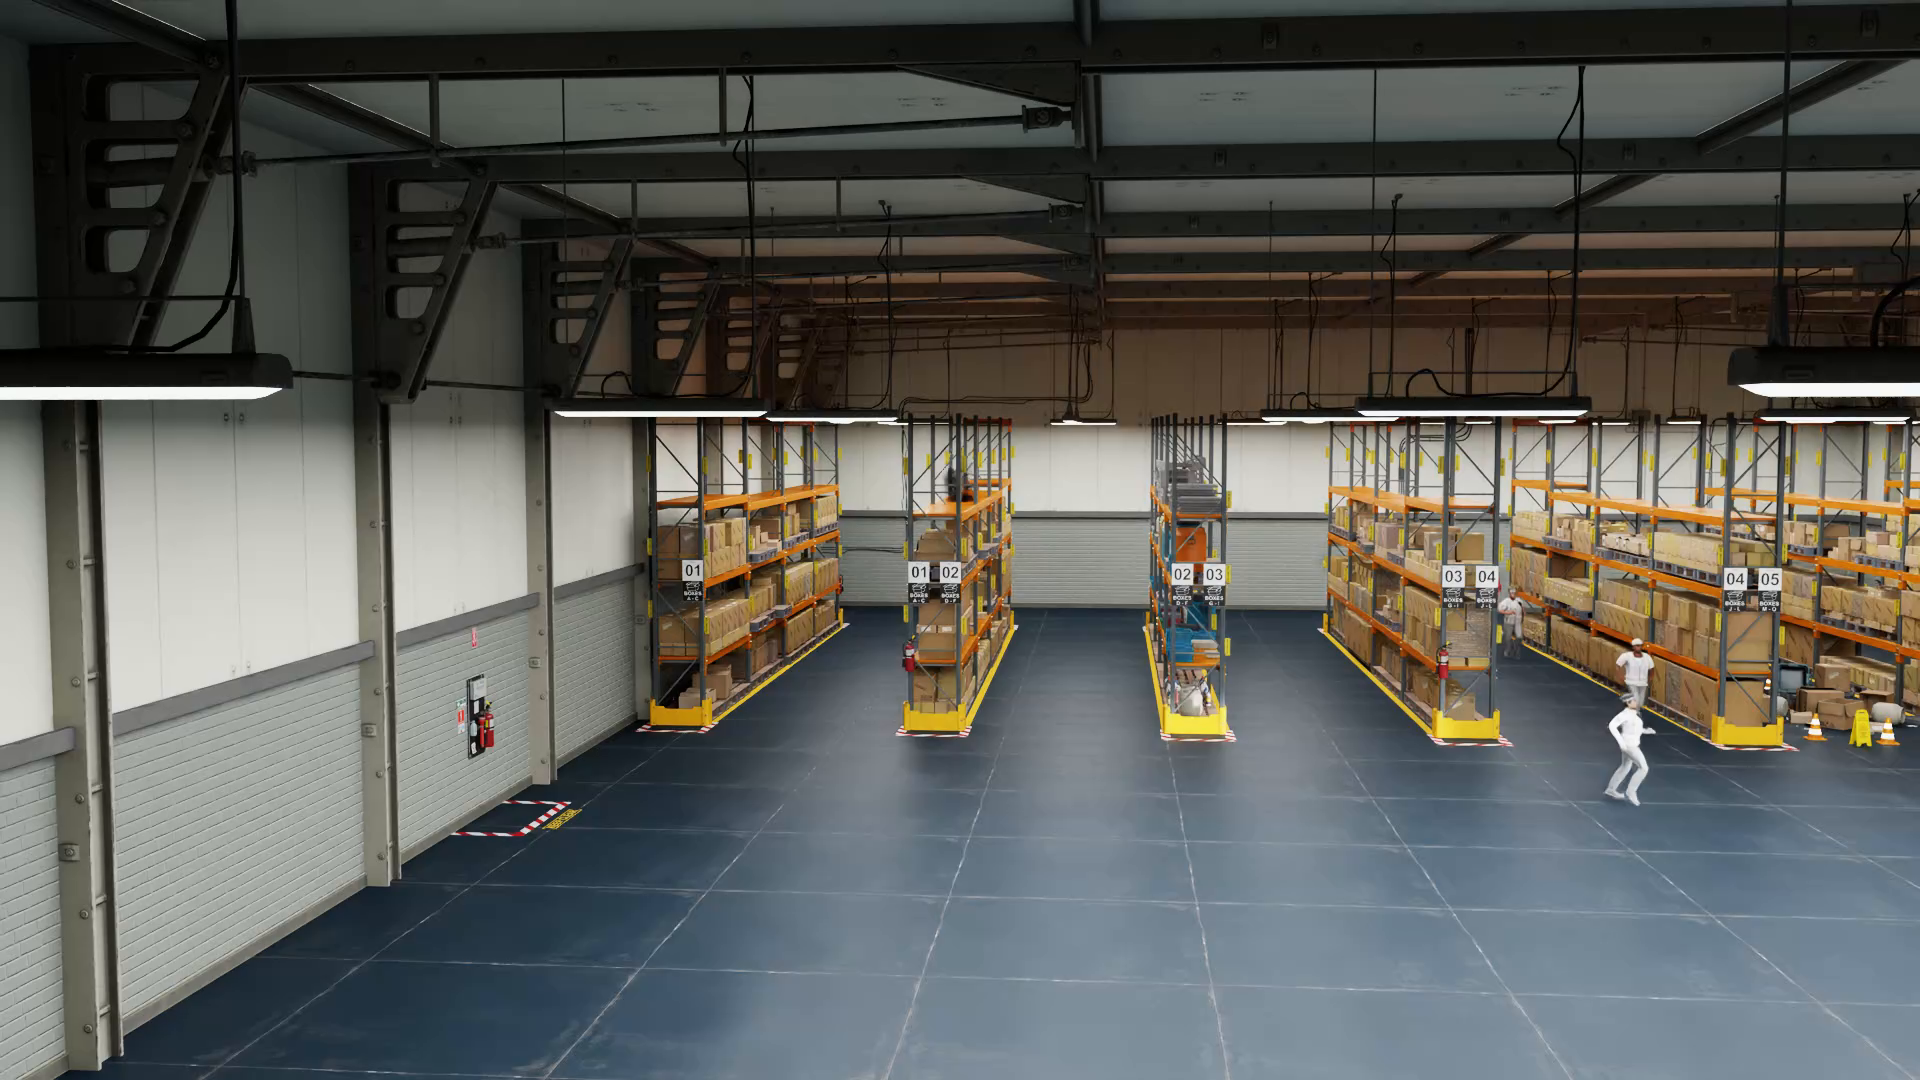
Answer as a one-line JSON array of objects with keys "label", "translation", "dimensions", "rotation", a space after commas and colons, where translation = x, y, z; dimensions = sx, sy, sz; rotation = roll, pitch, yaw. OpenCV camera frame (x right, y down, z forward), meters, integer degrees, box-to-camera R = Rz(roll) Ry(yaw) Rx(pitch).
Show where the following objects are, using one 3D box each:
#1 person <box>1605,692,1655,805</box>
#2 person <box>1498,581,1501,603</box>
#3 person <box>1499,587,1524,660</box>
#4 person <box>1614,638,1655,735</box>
[{"label": "person", "translation": [10.226, 3.173, 25.376], "dimensions": [0.709, 1.730, 0.581], "rotation": [2, 4, 30]}, {"label": "person", "translation": [14.996, 1.732, 46.990], "dimensions": [0.633, 1.730, 0.707], "rotation": [-2, 4, -25]}, {"label": "person", "translation": [13.669, 2.086, 41.147], "dimensions": [0.668, 1.839, 0.754], "rotation": [0, 4, 3]}, {"label": "person", "translation": [12.773, 2.734, 31.420], "dimensions": [0.706, 1.772, 0.879], "rotation": [0, 4, 1]}]
